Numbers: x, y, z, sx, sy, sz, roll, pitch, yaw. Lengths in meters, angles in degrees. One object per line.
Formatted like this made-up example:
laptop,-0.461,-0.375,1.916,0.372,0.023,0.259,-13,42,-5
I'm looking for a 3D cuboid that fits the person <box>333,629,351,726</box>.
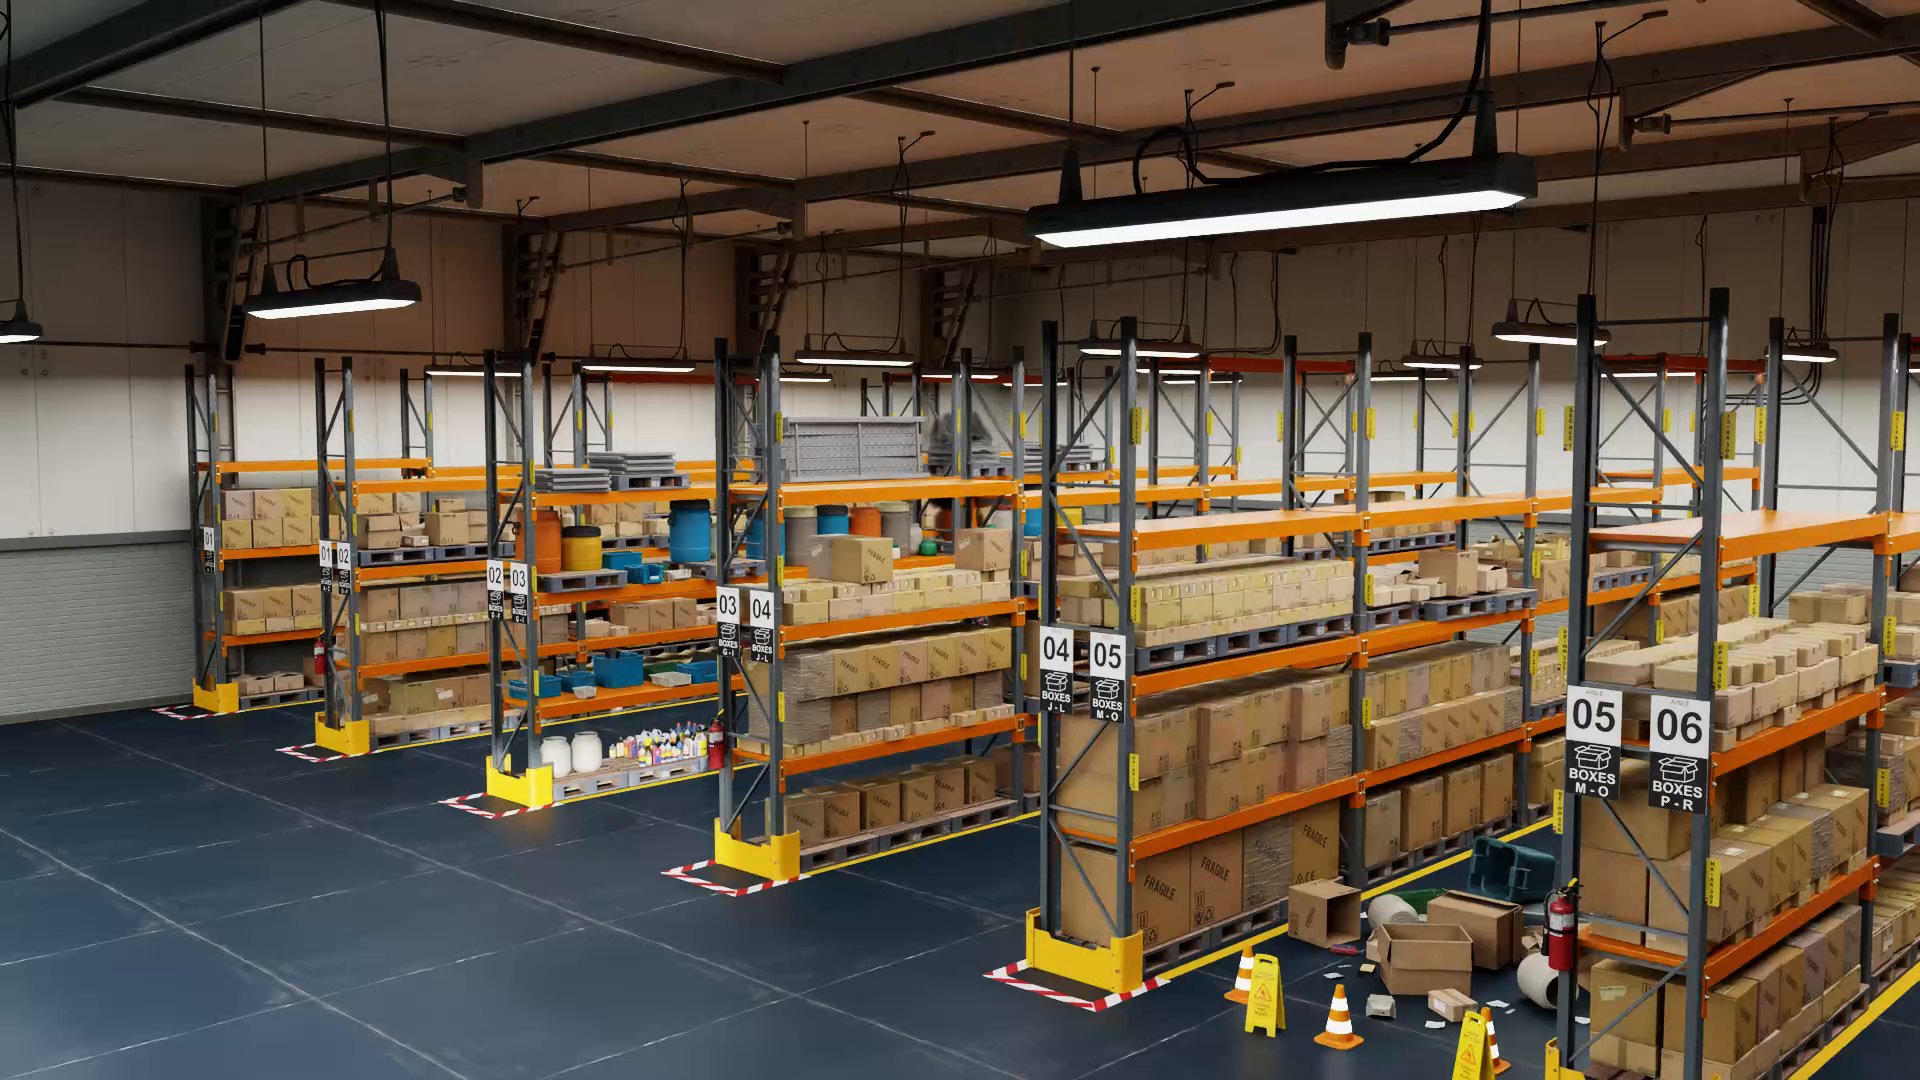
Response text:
person,-10.176,2.266,27.267,0.602,1.608,0.685,0,4,2
